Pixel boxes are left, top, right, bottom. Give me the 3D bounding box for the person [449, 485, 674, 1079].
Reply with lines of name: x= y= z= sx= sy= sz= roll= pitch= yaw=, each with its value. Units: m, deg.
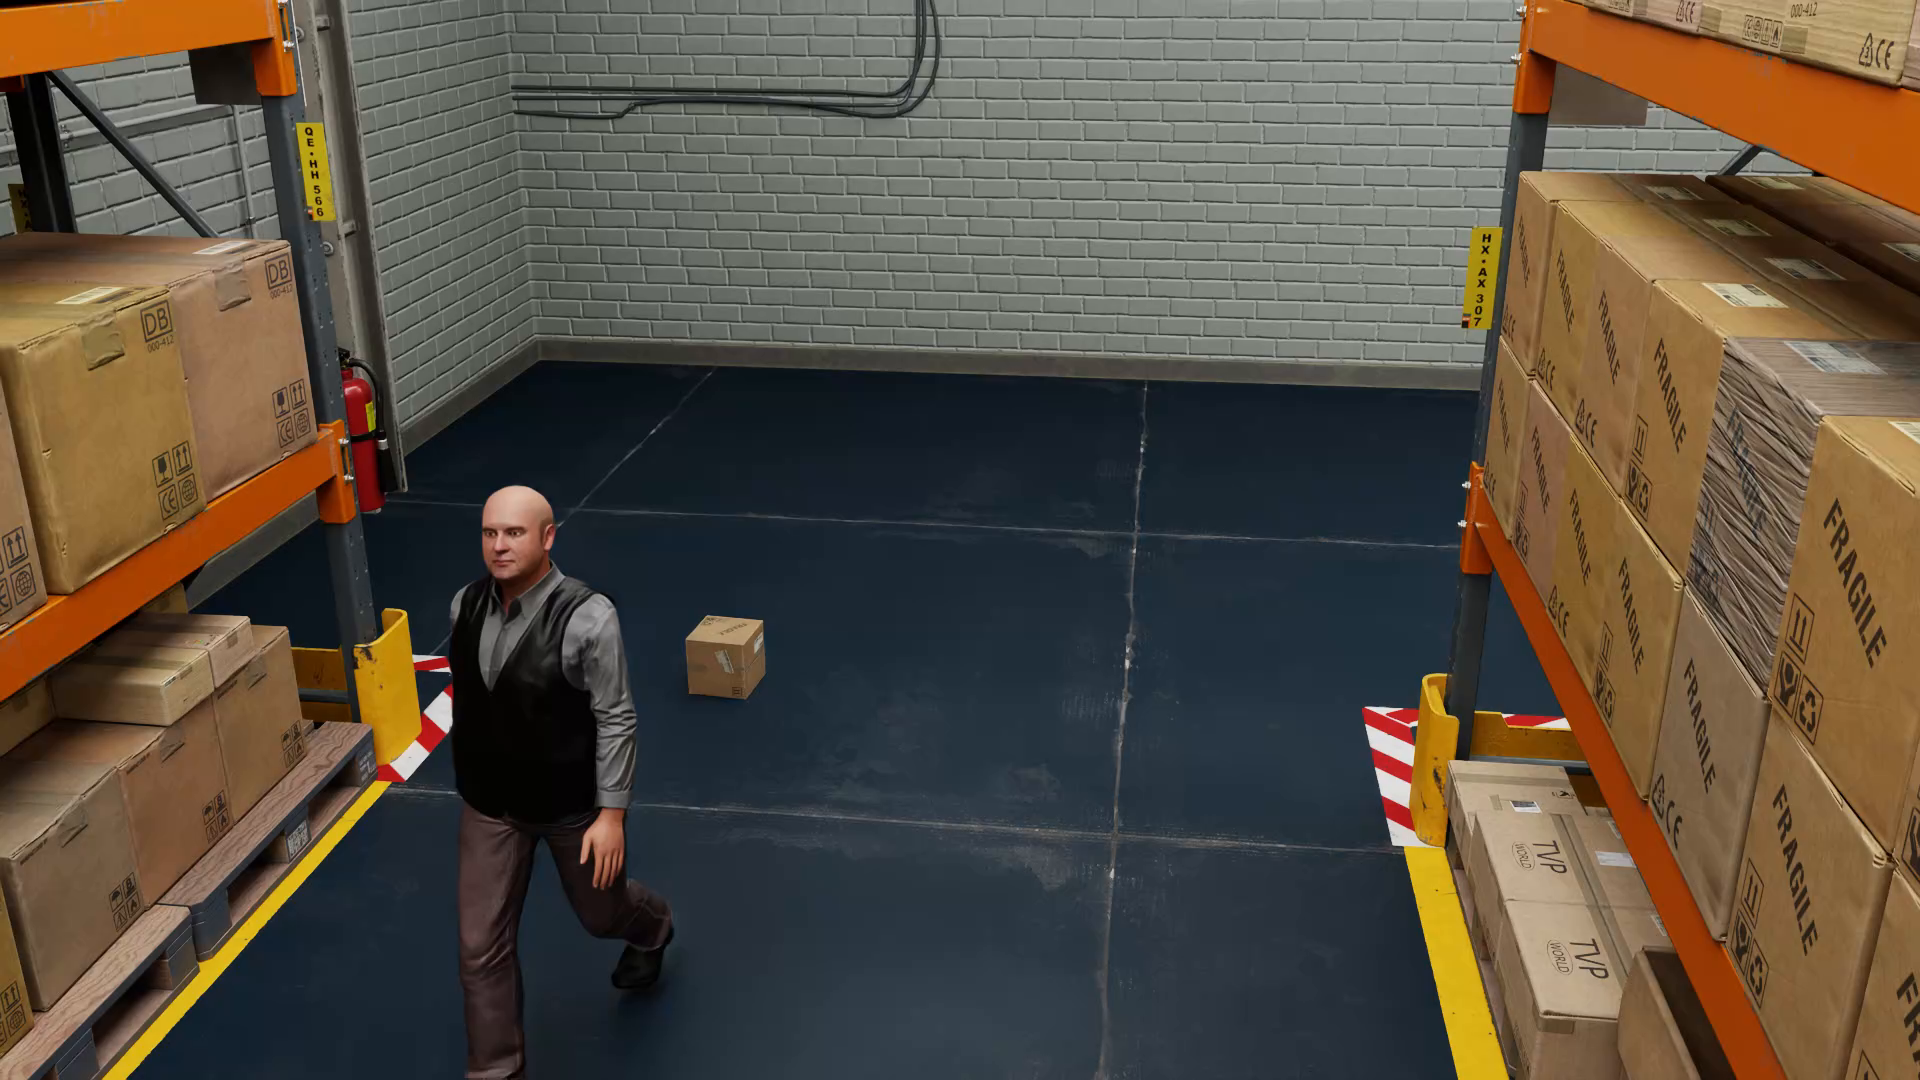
person: x=-1.084 y=0.672 z=4.377 sx=0.561 sy=1.683 sz=0.998 roll=6 pitch=22 yaw=14
